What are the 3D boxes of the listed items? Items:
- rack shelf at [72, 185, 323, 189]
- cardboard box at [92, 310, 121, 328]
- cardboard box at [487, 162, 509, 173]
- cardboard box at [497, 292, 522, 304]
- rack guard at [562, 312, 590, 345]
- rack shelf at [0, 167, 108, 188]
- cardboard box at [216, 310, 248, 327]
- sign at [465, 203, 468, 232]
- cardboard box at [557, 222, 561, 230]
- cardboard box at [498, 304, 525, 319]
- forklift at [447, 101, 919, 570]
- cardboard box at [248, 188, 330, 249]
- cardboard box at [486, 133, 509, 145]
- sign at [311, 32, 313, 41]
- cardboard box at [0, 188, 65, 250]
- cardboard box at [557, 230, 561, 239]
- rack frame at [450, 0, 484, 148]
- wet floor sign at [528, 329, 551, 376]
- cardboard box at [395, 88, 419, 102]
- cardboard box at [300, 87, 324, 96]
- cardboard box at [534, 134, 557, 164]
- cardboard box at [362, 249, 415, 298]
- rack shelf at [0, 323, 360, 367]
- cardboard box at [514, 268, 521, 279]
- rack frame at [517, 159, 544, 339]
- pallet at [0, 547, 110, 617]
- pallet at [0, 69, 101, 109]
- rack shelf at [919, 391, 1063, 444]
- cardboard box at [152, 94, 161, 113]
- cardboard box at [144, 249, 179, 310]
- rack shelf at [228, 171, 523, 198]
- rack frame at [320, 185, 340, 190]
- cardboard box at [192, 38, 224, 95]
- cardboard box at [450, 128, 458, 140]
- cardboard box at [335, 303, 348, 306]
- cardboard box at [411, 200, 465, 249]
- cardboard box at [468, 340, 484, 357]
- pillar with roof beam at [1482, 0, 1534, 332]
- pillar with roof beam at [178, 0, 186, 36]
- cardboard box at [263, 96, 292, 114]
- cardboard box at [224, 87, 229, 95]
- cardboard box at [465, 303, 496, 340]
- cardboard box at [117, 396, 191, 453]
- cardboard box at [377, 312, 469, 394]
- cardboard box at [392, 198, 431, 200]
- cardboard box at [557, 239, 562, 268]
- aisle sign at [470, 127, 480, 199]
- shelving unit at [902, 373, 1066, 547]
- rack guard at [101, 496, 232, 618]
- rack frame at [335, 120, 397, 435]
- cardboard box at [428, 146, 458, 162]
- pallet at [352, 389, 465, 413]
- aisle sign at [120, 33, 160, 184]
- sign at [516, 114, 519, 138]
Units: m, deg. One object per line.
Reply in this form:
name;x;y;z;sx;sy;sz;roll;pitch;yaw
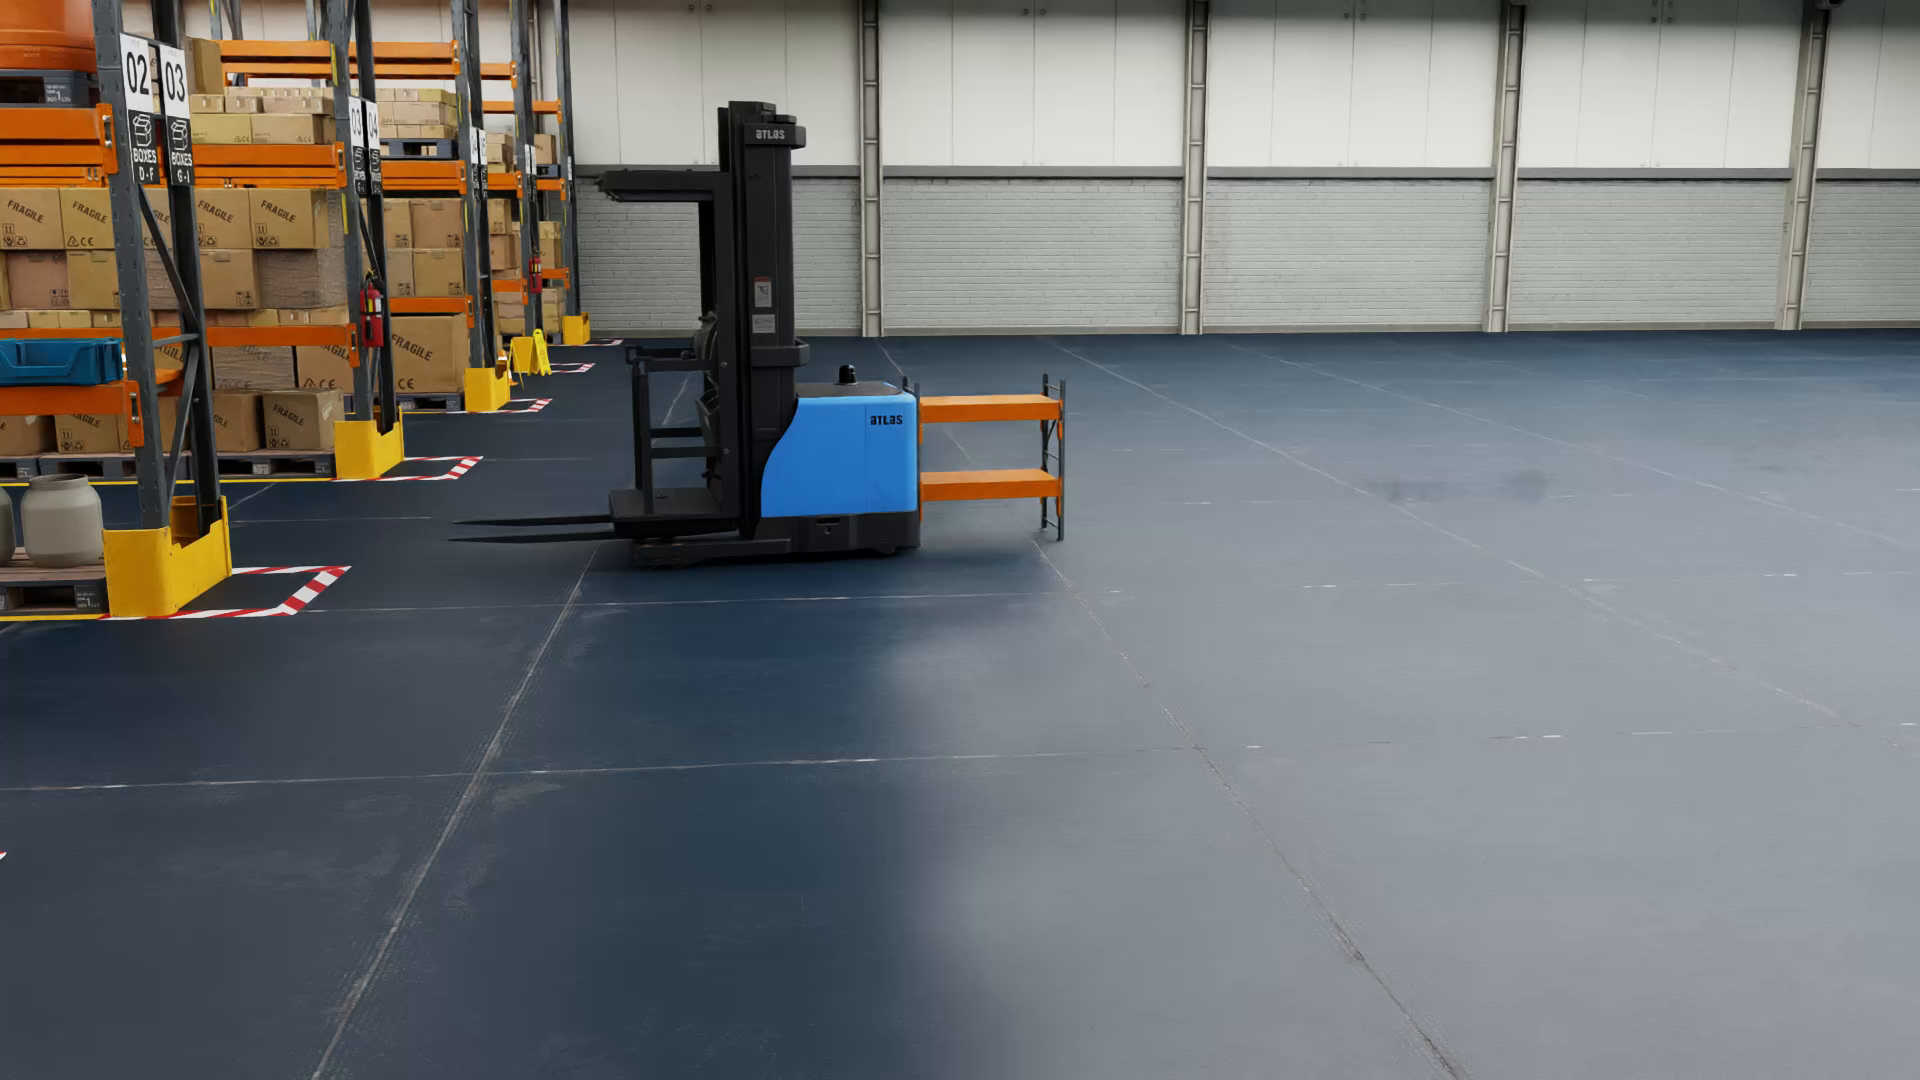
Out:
rack shelf;-12.755;-5.954;28.234;4.000;0.370;1.077;-1;11;-6
cardboard box;-7.177;-1.895;14.154;0.250;0.149;0.380;-1;11;-6
cardboard box;-6.575;-5.295;23.672;0.250;0.149;0.380;-1;11;-6
cardboard box;-7.722;-4.226;28.805;0.500;0.250;0.500;-1;11;-5
rack guard;-6.767;-3.734;29.333;0.348;0.500;1.175;-1;11;-6
rack shelf;-11.581;-4.055;18.574;4.000;0.370;1.077;-1;11;-6
cardboard box;-6.183;-1.916;14.260;0.250;0.149;0.380;-1;11;-6
sign;-5.571;-3.641;18.765;0.005;0.325;0.100;-1;11;-6
cardboard box;-7.147;-5.507;29.162;0.250;0.149;0.380;-1;11;-7
cardboard box;-7.740;-3.983;28.867;0.500;0.250;0.500;-1;11;-7
forklift;-1.848;-1.355;10.932;3.031;2.935;1.130;-3;11;-14
cardboard box;-5.701;-2.734;14.147;0.500;0.500;0.500;-1;11;-6
cardboard box;-6.555;-5.684;23.582;0.250;0.149;0.380;-1;11;-6
sign;-10.697;-8.213;27.461;0.005;0.325;0.100;-1;11;-6
cardboard box;-7.688;-2.691;13.929;0.500;0.500;0.500;-1;11;-6
cardboard box;-7.156;-5.370;29.235;0.250;0.149;0.380;-1;11;-8
rack frame;-5.616;-6.004;18.851;0.127;3.000;1.000;-1;11;-6
wet floor sign;-5.946;-2.651;23.452;0.232;0.644;0.267;3;11;14
cardboard box;-6.162;-4.979;18.646;0.250;0.149;0.380;-1;11;-6
cardboard box;-7.178;-4.957;18.537;0.250;0.149;0.380;-1;11;-7
cardboard box;-7.204;-6.680;28.456;0.500;0.500;0.500;-1;11;-4
cardboard box;-6.524;-3.102;19.253;0.550;0.550;0.875;-1;11;-6
rack shelf;-7.169;-1.713;14.439;4.000;0.370;1.077;-1;11;-6
cardboard box;-6.611;-3.917;24.438;0.250;0.149;0.380;-1;11;-6
rack frame;-6.251;-4.008;24.248;0.127;3.000;1.000;-1;11;-6
pallet;-5.524;0.237;9.884;1.213;0.211;1.003;-1;11;-6
pallet;-5.479;-2.538;9.486;1.213;0.211;1.003;-1;11;-6
rack shelf;0.160;-0.857;11.562;1.000;0.278;0.538;-2;11;-12
cardboard box;-6.717;-3.610;13.803;0.250;0.149;0.380;-2;11;-9
cardboard box;-6.716;-2.261;14.330;0.500;0.500;0.875;-1;11;-6
rack shelf;-8.239;-5.085;23.816;4.000;0.370;1.077;-1;11;-6
rack frame;-10.767;-4.876;28.666;0.127;3.000;1.000;-1;11;-6
cardboard box;-6.686;-4.040;14.311;0.500;0.500;0.500;-1;11;-6
cardboard box;-5.991;-4.719;19.391;0.250;0.149;0.380;-1;11;-6
cardboard box;-5.490;-2.024;14.808;0.250;0.149;0.380;-1;11;-6
cardboard box;-5.989;-3.664;19.310;0.550;0.550;0.875;-1;11;-6
cardboard box;-7.049;-2.796;24.122;0.500;0.250;0.500;-1;11;-6
pillar with roof beam;10.780;-7.611;27.024;0.548;9.000;9.100;-1;11;-6
pillar with roof beam;-13.080;-7.111;24.481;0.400;9.000;9.100;-1;11;-6
cardboard box;-5.694;-3.653;14.021;0.250;0.149;0.380;-2;11;-8
cardboard box;-8.180;-4.936;18.431;0.250;0.149;0.380;-1;11;-5
cardboard box;-7.019;-3.166;24.061;0.500;0.500;0.500;-1;11;-6
cardboard box;-7.018;-1.049;14.587;0.500;0.500;0.500;0;11;-1
cardboard box;-6.283;-2.197;19.458;0.875;0.875;0.875;-1;11;-6
cardboard box;-7.735;-4.602;23.645;0.500;0.500;0.700;-1;11;-7
cardboard box;-7.313;-5.052;29.298;0.500;0.500;0.500;-1;11;-4
aisle sign;-5.513;-4.280;18.894;0.004;0.787;0.394;-1;11;-6
shelving unit;0.160;-0.570;11.618;1.048;1.125;0.538;-2;11;-12
rack guard;-4.716;0.080;9.937;0.348;0.500;1.175;-1;11;-6
rack frame;-5.181;-2.107;14.581;0.127;3.000;1.000;-1;11;-6
cardboard box;-7.232;-5.482;23.588;0.500;0.250;0.500;-1;11;-7
pallet;-6.402;-1.661;19.538;1.213;0.211;1.003;-1;11;-6
aisle sign;-4.542;-2.378;9.217;0.004;0.787;0.394;-1;11;-6
sign;-6.211;-5.807;23.330;0.005;0.325;0.100;-1;11;-6
